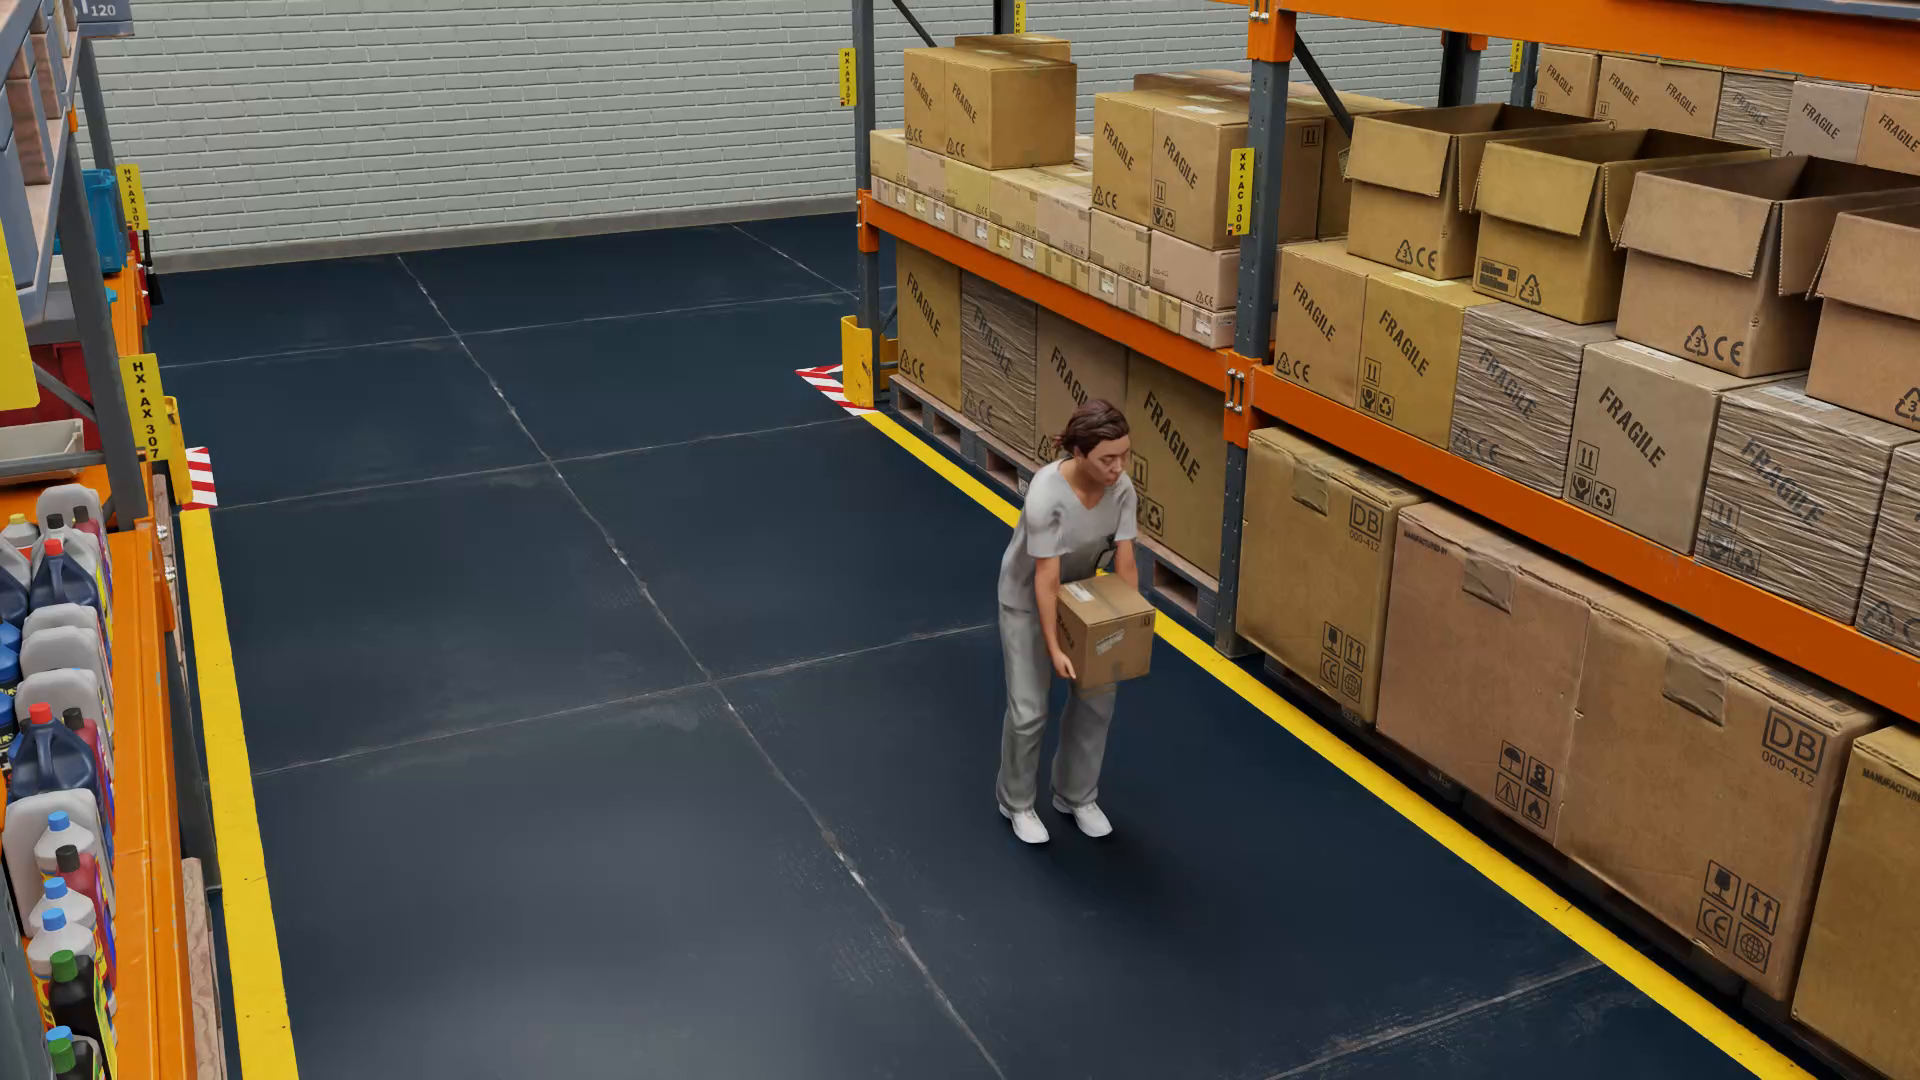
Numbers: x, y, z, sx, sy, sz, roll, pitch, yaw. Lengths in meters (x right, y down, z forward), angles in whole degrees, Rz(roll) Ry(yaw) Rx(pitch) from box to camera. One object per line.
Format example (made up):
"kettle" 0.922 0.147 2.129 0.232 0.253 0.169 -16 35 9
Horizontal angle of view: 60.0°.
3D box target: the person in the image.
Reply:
"person" 0.367 0.271 5.530 0.410 1.606 0.548 -11 25 -25
